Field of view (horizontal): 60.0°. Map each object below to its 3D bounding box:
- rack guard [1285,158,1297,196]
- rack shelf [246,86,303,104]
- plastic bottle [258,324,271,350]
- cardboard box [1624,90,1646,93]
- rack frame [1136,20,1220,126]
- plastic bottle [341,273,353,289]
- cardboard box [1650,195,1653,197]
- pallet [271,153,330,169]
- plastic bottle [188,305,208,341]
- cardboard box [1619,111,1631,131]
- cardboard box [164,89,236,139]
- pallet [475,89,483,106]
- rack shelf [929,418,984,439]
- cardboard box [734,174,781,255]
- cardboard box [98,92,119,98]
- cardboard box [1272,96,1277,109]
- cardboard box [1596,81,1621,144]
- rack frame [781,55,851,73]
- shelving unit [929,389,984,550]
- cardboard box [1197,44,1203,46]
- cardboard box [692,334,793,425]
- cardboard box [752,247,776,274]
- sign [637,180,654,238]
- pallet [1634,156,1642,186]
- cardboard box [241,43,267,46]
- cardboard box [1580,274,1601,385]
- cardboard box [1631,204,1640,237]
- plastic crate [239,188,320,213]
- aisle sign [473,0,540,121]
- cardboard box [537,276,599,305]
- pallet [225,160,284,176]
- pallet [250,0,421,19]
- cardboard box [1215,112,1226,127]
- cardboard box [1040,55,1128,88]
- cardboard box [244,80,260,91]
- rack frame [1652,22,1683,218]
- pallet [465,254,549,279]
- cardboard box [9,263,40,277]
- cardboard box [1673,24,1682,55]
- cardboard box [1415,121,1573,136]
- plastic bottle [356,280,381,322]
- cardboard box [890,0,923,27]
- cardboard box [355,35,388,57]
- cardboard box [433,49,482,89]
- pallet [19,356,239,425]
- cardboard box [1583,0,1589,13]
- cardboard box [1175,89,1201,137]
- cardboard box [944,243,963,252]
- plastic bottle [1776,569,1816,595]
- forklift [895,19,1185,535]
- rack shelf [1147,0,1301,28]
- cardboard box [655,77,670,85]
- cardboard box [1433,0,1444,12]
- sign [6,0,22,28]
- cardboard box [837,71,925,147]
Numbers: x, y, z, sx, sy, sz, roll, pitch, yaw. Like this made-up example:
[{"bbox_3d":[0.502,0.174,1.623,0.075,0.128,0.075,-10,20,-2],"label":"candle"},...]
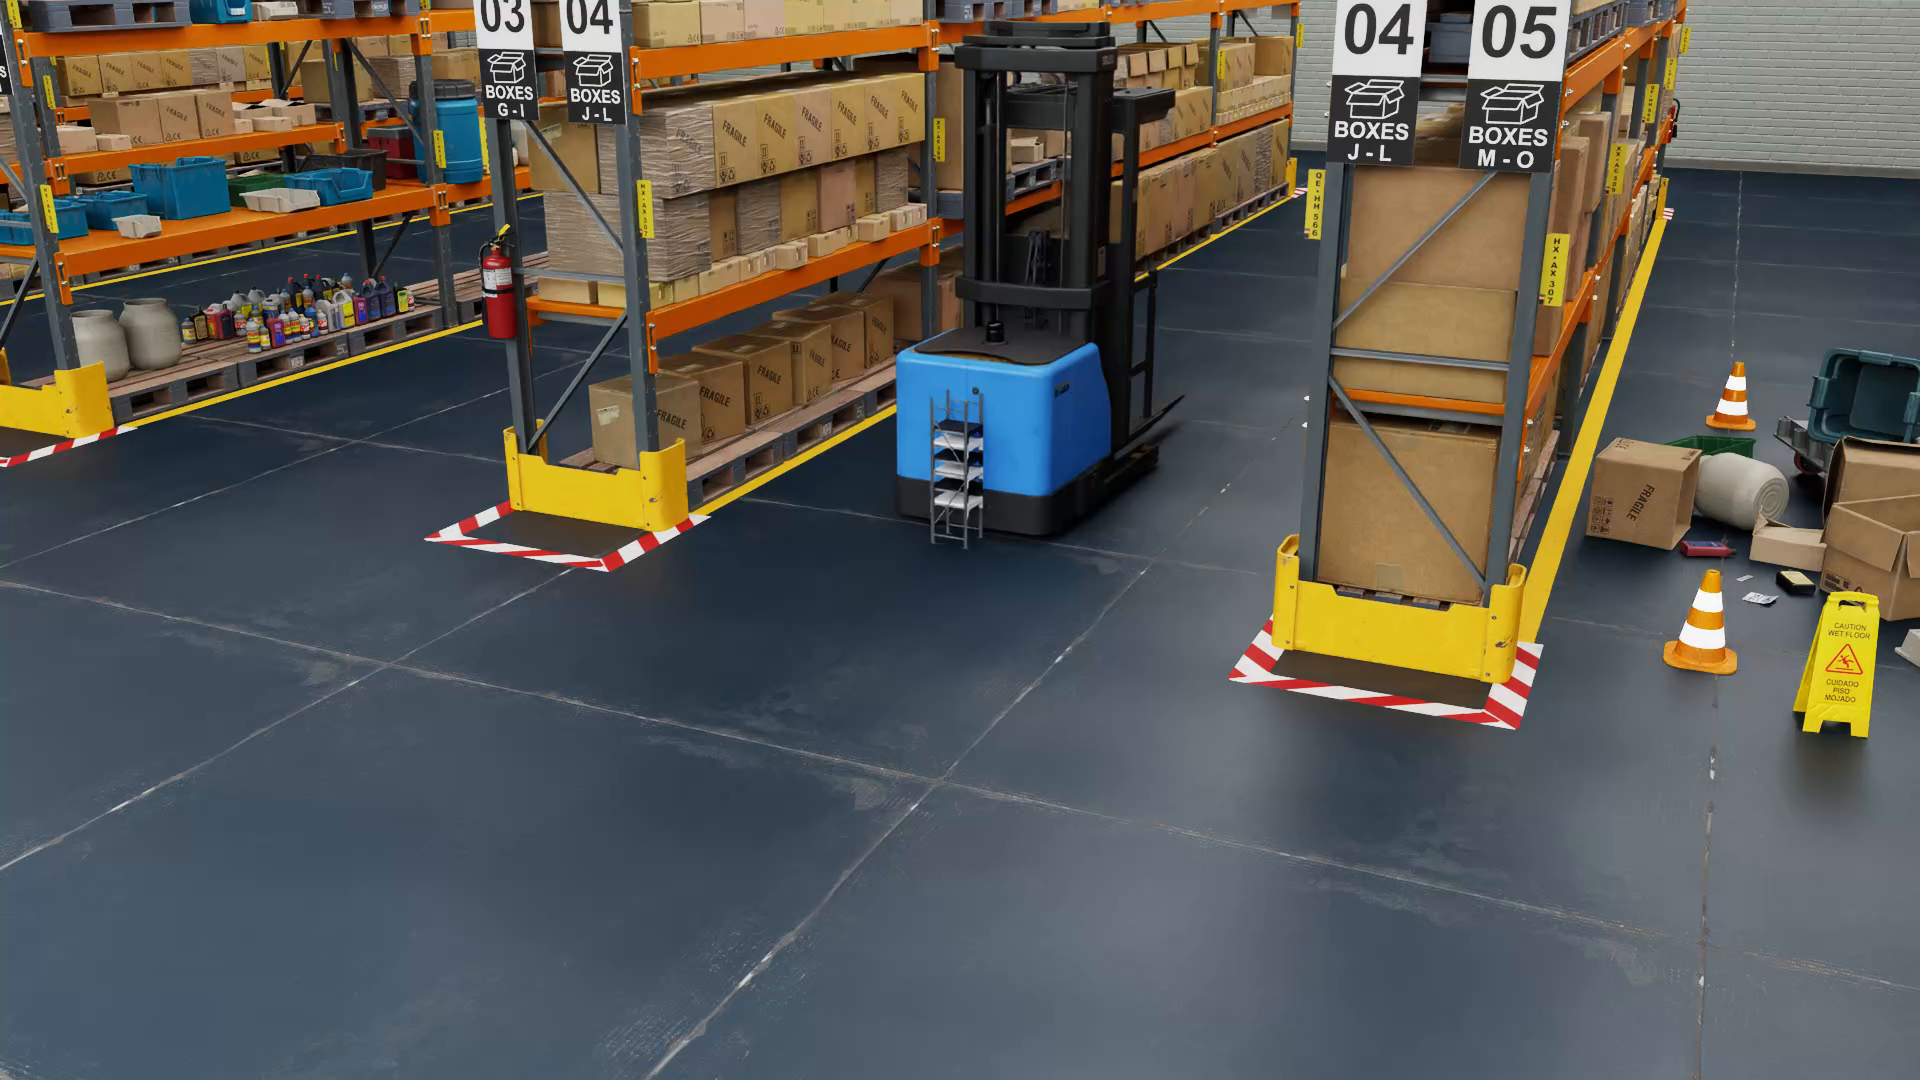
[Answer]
[{"bbox_3d":[4.259,-5.286,24.086,1.175,0.500,0.348,9,21,23],"label":"rack guard"},{"bbox_3d":[-10.126,-7.545,27.781,1.077,0.370,4.000,9,21,23],"label":"rack shelf"},{"bbox_3d":[-5.752,-1.677,13.726,0.097,0.201,0.097,0,20,0],"label":"plastic bottle"},{"bbox_3d":[6.892,-4.571,17.206,0.380,0.149,0.250,8,21,21],"label":"cardboard box"},{"bbox_3d":[2.612,-5.233,20.208,1.000,3.000,0.127,9,21,23],"label":"rack frame"},{"bbox_3d":[-5.713,-2.352,15.521,0.097,0.271,0.097,0,20,0],"label":"plastic bottle"},{"bbox_3d":[8.244,-4.144,20.329,0.380,0.149,0.250,10,22,25],"label":"cardboard box"},{"bbox_3d":[-10.563,-6.180,27.032,1.003,0.211,1.213,9,21,23],"label":"pallet"},{"bbox_3d":[-6.438,-1.832,14.041,0.061,0.283,0.133,9,22,24],"label":"plastic bottle"},{"bbox_3d":[5.825,-3.775,14.967,0.380,0.149,0.250,9,21,23],"label":"cardboard box"},{"bbox_3d":[-8.735,-4.903,19.129,0.500,0.500,0.500,7,21,20],"label":"cardboard box"},{"bbox_3d":[-6.851,-6.274,23.421,1.003,0.211,1.213,9,21,23],"label":"pallet"},{"bbox_3d":[-0.019,-0.638,9.713,0.258,0.077,0.200,9,22,25],"label":"rack shelf"},{"bbox_3d":[-1.713,-2.233,11.178,0.875,0.500,0.500,9,21,23],"label":"cardboard box"},{"bbox_3d":[-11.940,-6.155,23.144,0.380,0.149,0.250,9,22,24],"label":"cardboard box"},{"bbox_3d":[4.092,-5.951,22.600,0.380,0.149,0.250,9,21,24],"label":"cardboard box"},{"bbox_3d":[5.059,-3.527,13.767,0.700,0.500,0.500,8,21,22],"label":"cardboard box"},{"bbox_3d":[-1.907,-5.913,22.119,1.000,3.000,0.127,9,21,23],"label":"rack frame"},{"bbox_3d":[-0.019,-0.415,9.793,0.258,0.900,0.210,9,22,25],"label":"shelving unit"},{"bbox_3d":[2.765,-5.986,20.985,0.500,0.500,0.500,9,21,23],"label":"cardboard box"},{"bbox_3d":[-1.544,-1.150,11.830,0.500,0.500,0.500,11,22,28],"label":"cardboard box"},{"bbox_3d":[-1.462,-1.884,11.165,0.380,0.149,0.250,9,21,23],"label":"cardboard box"},{"bbox_3d":[-1.807,-1.899,9.539,0.100,0.325,0.005,9,21,23],"label":"sign"},{"bbox_3d":[5.652,-3.441,15.455,1.213,0.211,1.003,9,21,23],"label":"pallet"},{"bbox_3d":[-10.903,-7.644,25.245,0.500,0.250,0.500,9,22,24],"label":"cardboard box"},{"bbox_3d":[4.390,-1.711,13.033,1.050,0.750,0.750,9,21,23],"label":"cardboard box"},{"bbox_3d":[6.383,-3.155,16.347,0.500,0.250,0.500,9,21,23],"label":"cardboard box"},{"bbox_3d":[-5.617,-2.812,13.793,0.530,0.136,0.437,9,21,23],"label":"plastic crate"},{"bbox_3d":[-2.601,-2.812,9.520,0.394,0.787,0.004,9,21,23],"label":"aisle sign"},{"bbox_3d":[-2.374,-1.562,10.260,0.380,0.149,0.250,9,21,23],"label":"cardboard box"},{"bbox_3d":[-11.193,-5.712,25.716,1.003,0.211,1.213,9,21,23],"label":"pallet"},{"bbox_3d":[-5.389,-4.558,14.113,1.213,0.211,1.003,9,21,23],"label":"pallet"},{"bbox_3d":[3.036,-5.160,20.376,0.380,0.149,0.250,9,21,23],"label":"cardboard box"},{"bbox_3d":[1.288,-4.752,17.207,0.797,0.503,0.637,9,22,25],"label":"cardboard box"},{"bbox_3d":[-10.907,-6.941,25.354,0.380,0.149,0.250,9,21,24],"label":"cardboard box"},{"bbox_3d":[8.733,-5.745,21.646,1.000,3.000,0.127,9,21,23],"label":"rack frame"},{"bbox_3d":[-4.399,-2.773,17.452,1.003,0.211,1.213,9,21,23],"label":"pallet"},{"bbox_3d":[-9.691,-2.879,17.064,0.500,0.250,0.500,9,21,23],"label":"cardboard box"},{"bbox_3d":[8.773,-6.229,20.922,0.500,0.500,0.500,8,21,22],"label":"cardboard box"},{"bbox_3d":[2.961,-2.054,9.433,0.875,0.550,0.500,9,21,23],"label":"cardboard box"},{"bbox_3d":[-5.262,-2.132,14.783,0.144,0.351,0.185,7,21,20],"label":"plastic bottle"},{"bbox_3d":[-0.613,-3.955,12.361,0.500,0.250,0.500,9,22,25],"label":"cardboard box"},{"bbox_3d":[-10.115,-8.023,27.605,0.980,0.700,0.700,7,21,20],"label":"cardboard box"},{"bbox_3d":[-7.046,-6.506,23.010,0.700,0.500,0.500,12,23,31],"label":"cardboard box"},{"bbox_3d":[-6.495,-1.208,13.051,1.003,0.211,1.213,9,21,23],"label":"pallet"},{"bbox_3d":[2.718,-2.532,7.735,0.380,0.149,0.250,9,21,23],"label":"cardboard box"},{"bbox_3d":[2.460,-4.950,19.261,0.500,0.500,0.500,9,22,24],"label":"cardboard box"},{"bbox_3d":[0.276,-2.487,15.559,0.700,0.500,0.500,11,22,27],"label":"cardboard box"},{"bbox_3d":[4.631,0.226,9.243,0.133,0.061,0.283,1,20,4],"label":"plastic bottle"},{"bbox_3d":[0.703,-1.860,10.825,1.130,2.935,3.031,9,22,25],"label":"forklift"},{"bbox_3d":[3.431,-6.919,21.545,1.077,0.370,4.000,9,21,23],"label":"rack shelf"},{"bbox_3d":[-4.931,-7.530,26.517,0.500,0.500,0.500,9,21,23],"label":"cardboard box"},{"bbox_3d":[2.112,-2.619,7.978,0.380,0.149,0.250,9,21,23],"label":"cardboard box"},{"bbox_3d":[-6.321,-3.585,11.084,0.100,0.325,0.005,9,21,23],"label":"sign"},{"bbox_3d":[-0.598,-3.271,12.604,0.500,0.500,0.500,9,21,23],"label":"cardboard box"}]
